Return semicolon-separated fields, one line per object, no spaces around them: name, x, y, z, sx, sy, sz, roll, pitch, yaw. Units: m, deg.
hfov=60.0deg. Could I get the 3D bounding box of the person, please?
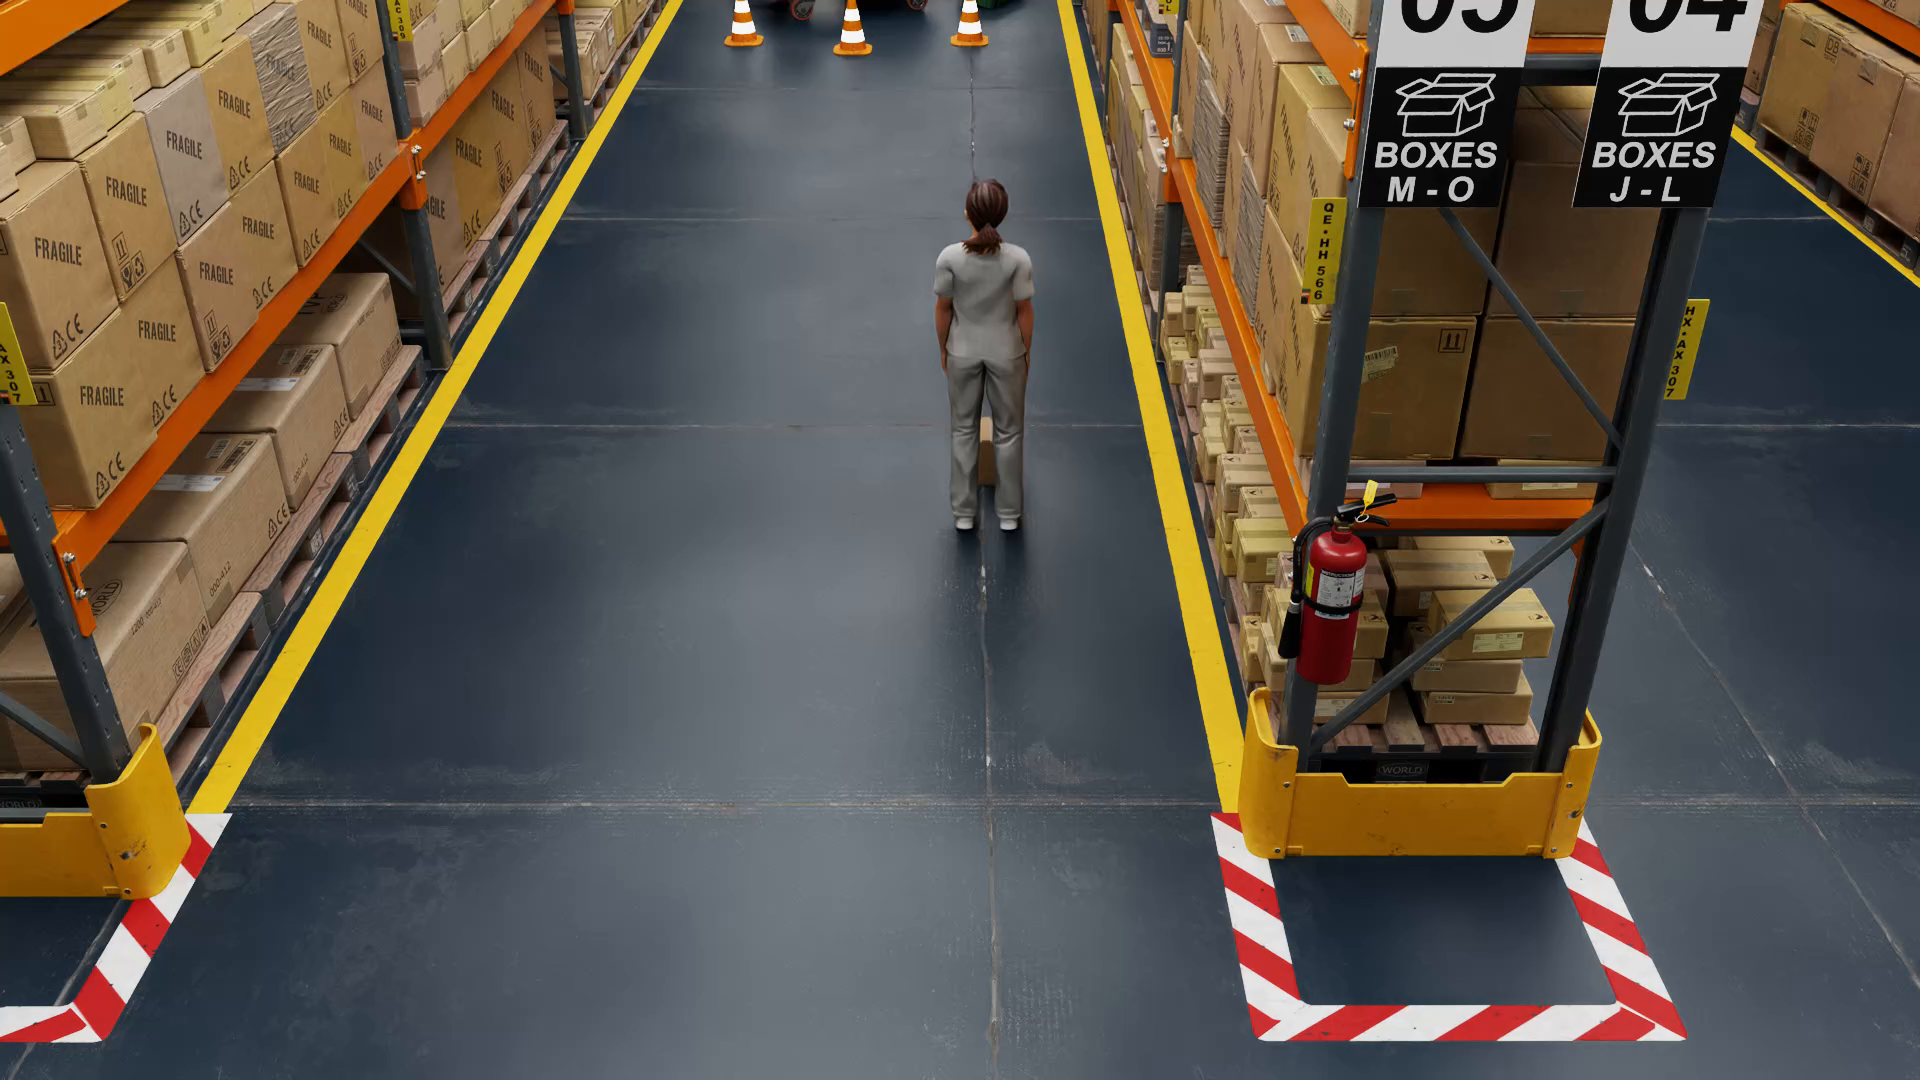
person;0.109;-0.807;7.421;0.441;1.676;0.397;3;32;5
